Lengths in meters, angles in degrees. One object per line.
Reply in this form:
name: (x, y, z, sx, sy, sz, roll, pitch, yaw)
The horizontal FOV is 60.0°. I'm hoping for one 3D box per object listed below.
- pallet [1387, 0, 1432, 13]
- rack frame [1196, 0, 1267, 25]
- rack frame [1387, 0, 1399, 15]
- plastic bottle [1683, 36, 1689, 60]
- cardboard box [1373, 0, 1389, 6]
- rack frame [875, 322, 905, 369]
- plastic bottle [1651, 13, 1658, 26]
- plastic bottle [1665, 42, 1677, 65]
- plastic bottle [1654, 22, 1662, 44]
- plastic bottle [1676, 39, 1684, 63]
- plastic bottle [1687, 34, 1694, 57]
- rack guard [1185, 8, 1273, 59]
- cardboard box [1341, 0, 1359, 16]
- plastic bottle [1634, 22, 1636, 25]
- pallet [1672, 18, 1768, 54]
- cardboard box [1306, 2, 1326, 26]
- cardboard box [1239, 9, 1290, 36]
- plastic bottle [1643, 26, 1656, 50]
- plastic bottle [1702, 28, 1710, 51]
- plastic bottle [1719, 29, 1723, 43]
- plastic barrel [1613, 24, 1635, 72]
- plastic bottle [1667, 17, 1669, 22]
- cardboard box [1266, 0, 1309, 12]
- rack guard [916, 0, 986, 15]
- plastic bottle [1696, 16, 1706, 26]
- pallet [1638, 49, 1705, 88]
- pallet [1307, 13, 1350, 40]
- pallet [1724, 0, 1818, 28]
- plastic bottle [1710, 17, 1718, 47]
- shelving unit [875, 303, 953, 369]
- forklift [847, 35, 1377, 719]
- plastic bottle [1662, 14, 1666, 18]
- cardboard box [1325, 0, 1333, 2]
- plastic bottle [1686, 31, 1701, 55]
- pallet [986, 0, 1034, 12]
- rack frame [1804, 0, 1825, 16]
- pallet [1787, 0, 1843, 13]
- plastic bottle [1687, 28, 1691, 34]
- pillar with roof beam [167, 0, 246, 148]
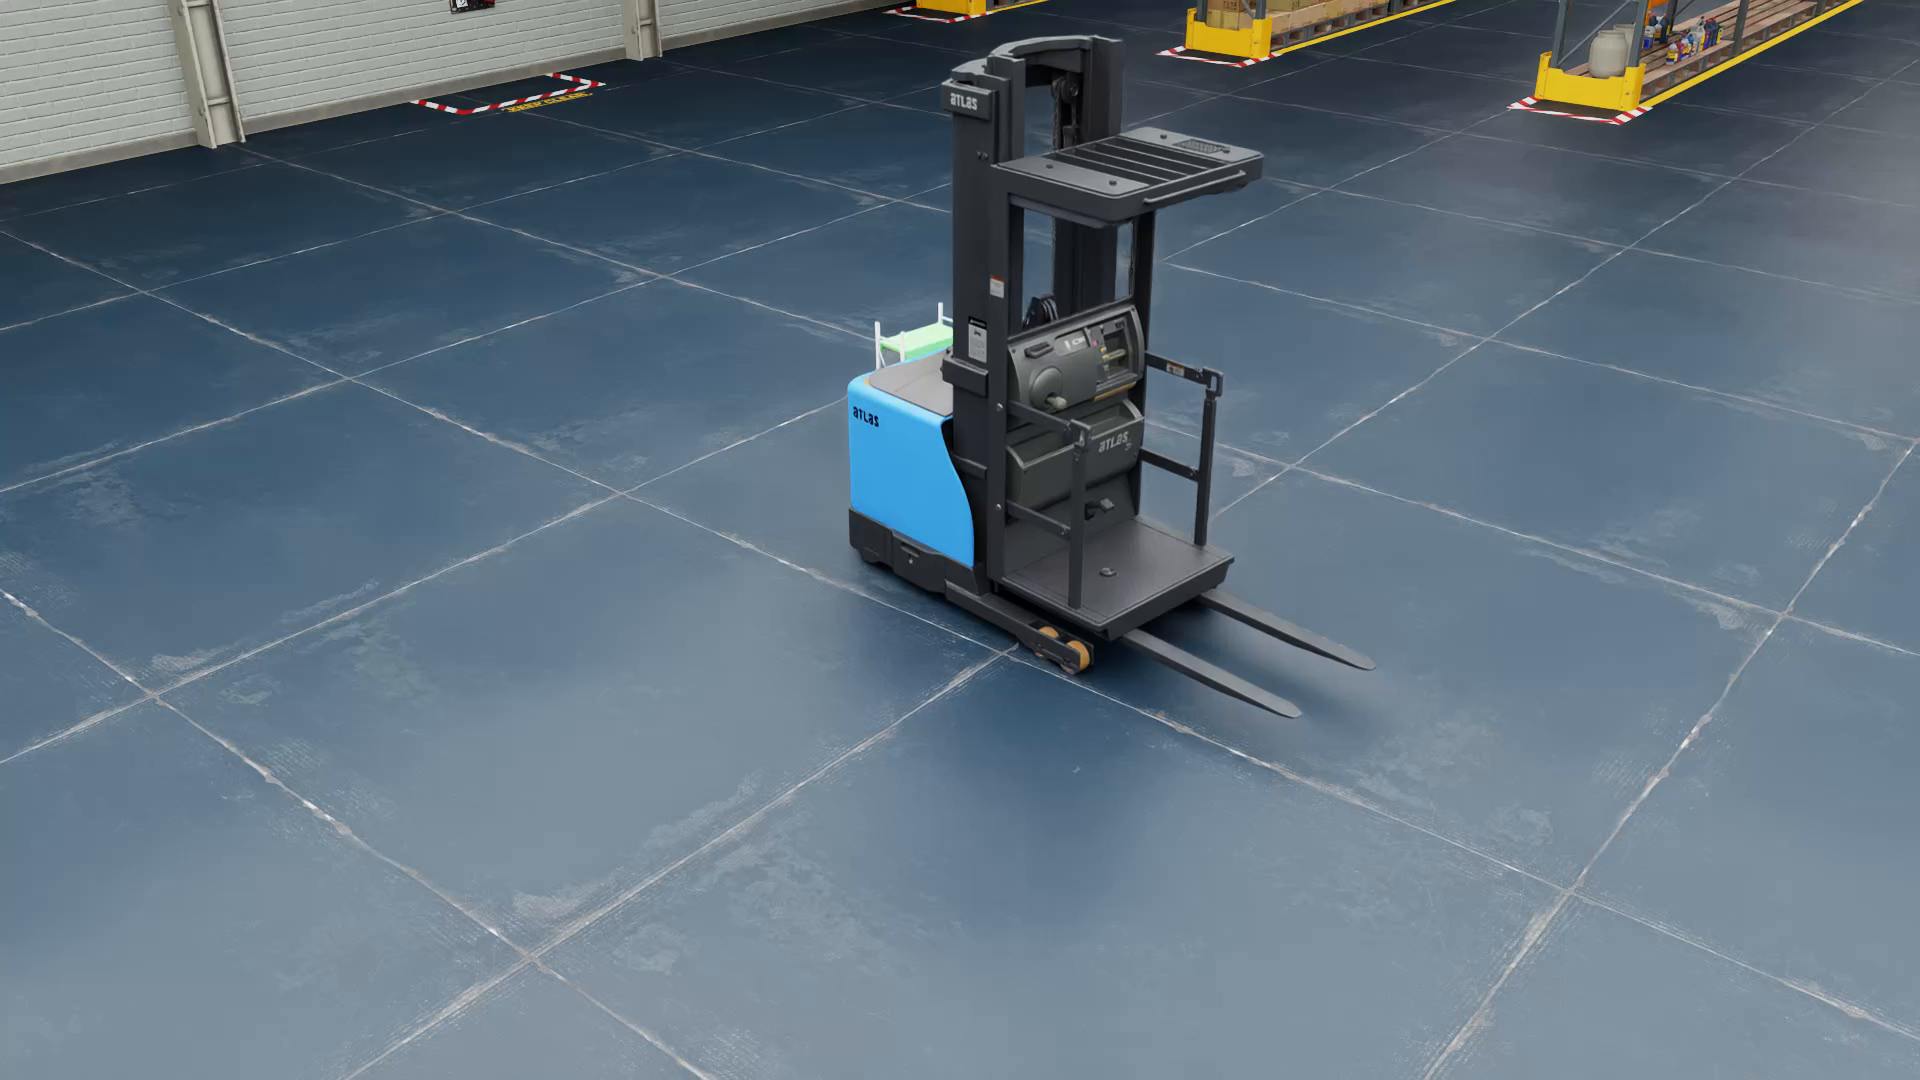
pallet: (6.620, -8.421, 25.798, 1.003, 0.211, 1.213, 21, 34, 34)
rack frame: (3.637, -7.969, 21.889, 1.000, 3.000, 0.127, 21, 34, 34)
rack frame: (6.181, -9.387, 24.630, 1.000, 3.000, 0.127, 21, 34, 34)
plastic bottle: (9.132, -6.212, 20.984, 0.097, 0.271, 0.097, 0, 27, 0)
cardboard box: (6.055, -8.124, 24.724, 0.500, 0.250, 0.500, 21, 34, 34)
rack frame: (-0.397, -0.679, 9.755, 0.015, 1.200, 0.240, -23, 35, -37)
plastic bottle: (9.167, -6.792, 22.018, 0.144, 0.351, 0.185, 22, 34, 36)
plastic bottle: (8.850, -6.055, 20.680, 0.097, 0.271, 0.097, 0, 27, 0)
plastic bottle: (9.168, -6.670, 21.869, 0.097, 0.271, 0.097, 0, 27, 0)
plastic bottle: (9.008, -6.135, 20.822, 0.061, 0.283, 0.133, 21, 34, 35)
plastic bottle: (9.261, -6.284, 21.123, 0.097, 0.271, 0.097, 0, 27, 0)
rack guard: (3.622, -6.850, 22.447, 1.175, 0.500, 0.348, 21, 34, 34)
cardboard box: (5.422, -7.768, 24.036, 0.500, 0.250, 0.500, 21, 34, 34)
plastic bottle: (8.777, -6.574, 21.598, 0.144, 0.351, 0.185, 20, 34, 34)
pallet: (10.470, -6.989, 23.030, 1.003, 0.211, 1.213, 21, 34, 34)
cardboard box: (4.783, -7.414, 23.353, 0.500, 0.250, 0.500, 21, 34, 34)
cardboard box: (4.150, -7.059, 22.666, 0.500, 0.250, 0.500, 21, 34, 34)
plastic bottle: (8.907, -6.507, 21.548, 0.152, 0.276, 0.135, 21, 34, 34)
plastic bottle: (9.620, -6.476, 21.482, 0.061, 0.283, 0.133, 23, 35, 38)
plastic bottle: (10.011, -6.671, 21.947, 0.097, 0.201, 0.097, 0, 27, 0)
plastic barrel: (8.135, -6.035, 20.401, 0.421, 0.512, 0.421, 0, 27, 0)
plastic bottle: (9.358, -6.788, 22.085, 0.061, 0.283, 0.133, 21, 34, 34)
cardboard box: (4.466, -7.570, 22.838, 0.500, 0.500, 0.500, 21, 34, 34)
rack guard: (-0.140, -8.332, 25.311, 1.175, 0.500, 0.348, 21, 34, 34)
plastic bottle: (9.702, -6.686, 21.814, 0.144, 0.351, 0.185, 21, 34, 34)
pallet: (8.766, -6.039, 21.194, 1.003, 0.211, 1.213, 21, 34, 34)
pallet: (4.867, -7.444, 23.910, 1.003, 0.211, 1.213, 21, 34, 34)
pallet: (12.022, -7.854, 24.703, 1.003, 0.211, 1.213, 21, 34, 34)
plastic bottle: (9.814, -6.644, 21.733, 0.144, 0.351, 0.185, 20, 33, 33)
shelving unit: (-0.217, -0.755, 9.901, 0.503, 1.200, 0.258, -23, 35, -37)
forklift: (0.745, -0.890, 8.281, 1.130, 2.935, 3.031, -24, 36, -38)
plastic bottle: (9.460, -6.937, 22.384, 0.097, 0.271, 0.097, 0, 27, 0)
cardboard box: (5.106, -7.923, 23.520, 0.500, 0.500, 0.500, 21, 34, 34)
plastic bottle: (9.380, -6.372, 21.288, 0.152, 0.276, 0.135, 21, 34, 35)
pallet: (0.404, -8.481, 25.915, 1.003, 0.211, 1.213, 21, 34, 34)
rack frame: (12.545, -9.356, 24.571, 1.000, 3.000, 0.127, 21, 34, 34)
pallet: (13.014, -8.409, 25.775, 1.003, 0.211, 1.213, 21, 34, 34)
plastic bottle: (9.391, -6.452, 21.436, 0.061, 0.283, 0.133, 21, 34, 34)
pillar with roof beam: (-4.721, -7.068, 13.619, 9.100, 9.000, 0.400, 21, 34, 34)
